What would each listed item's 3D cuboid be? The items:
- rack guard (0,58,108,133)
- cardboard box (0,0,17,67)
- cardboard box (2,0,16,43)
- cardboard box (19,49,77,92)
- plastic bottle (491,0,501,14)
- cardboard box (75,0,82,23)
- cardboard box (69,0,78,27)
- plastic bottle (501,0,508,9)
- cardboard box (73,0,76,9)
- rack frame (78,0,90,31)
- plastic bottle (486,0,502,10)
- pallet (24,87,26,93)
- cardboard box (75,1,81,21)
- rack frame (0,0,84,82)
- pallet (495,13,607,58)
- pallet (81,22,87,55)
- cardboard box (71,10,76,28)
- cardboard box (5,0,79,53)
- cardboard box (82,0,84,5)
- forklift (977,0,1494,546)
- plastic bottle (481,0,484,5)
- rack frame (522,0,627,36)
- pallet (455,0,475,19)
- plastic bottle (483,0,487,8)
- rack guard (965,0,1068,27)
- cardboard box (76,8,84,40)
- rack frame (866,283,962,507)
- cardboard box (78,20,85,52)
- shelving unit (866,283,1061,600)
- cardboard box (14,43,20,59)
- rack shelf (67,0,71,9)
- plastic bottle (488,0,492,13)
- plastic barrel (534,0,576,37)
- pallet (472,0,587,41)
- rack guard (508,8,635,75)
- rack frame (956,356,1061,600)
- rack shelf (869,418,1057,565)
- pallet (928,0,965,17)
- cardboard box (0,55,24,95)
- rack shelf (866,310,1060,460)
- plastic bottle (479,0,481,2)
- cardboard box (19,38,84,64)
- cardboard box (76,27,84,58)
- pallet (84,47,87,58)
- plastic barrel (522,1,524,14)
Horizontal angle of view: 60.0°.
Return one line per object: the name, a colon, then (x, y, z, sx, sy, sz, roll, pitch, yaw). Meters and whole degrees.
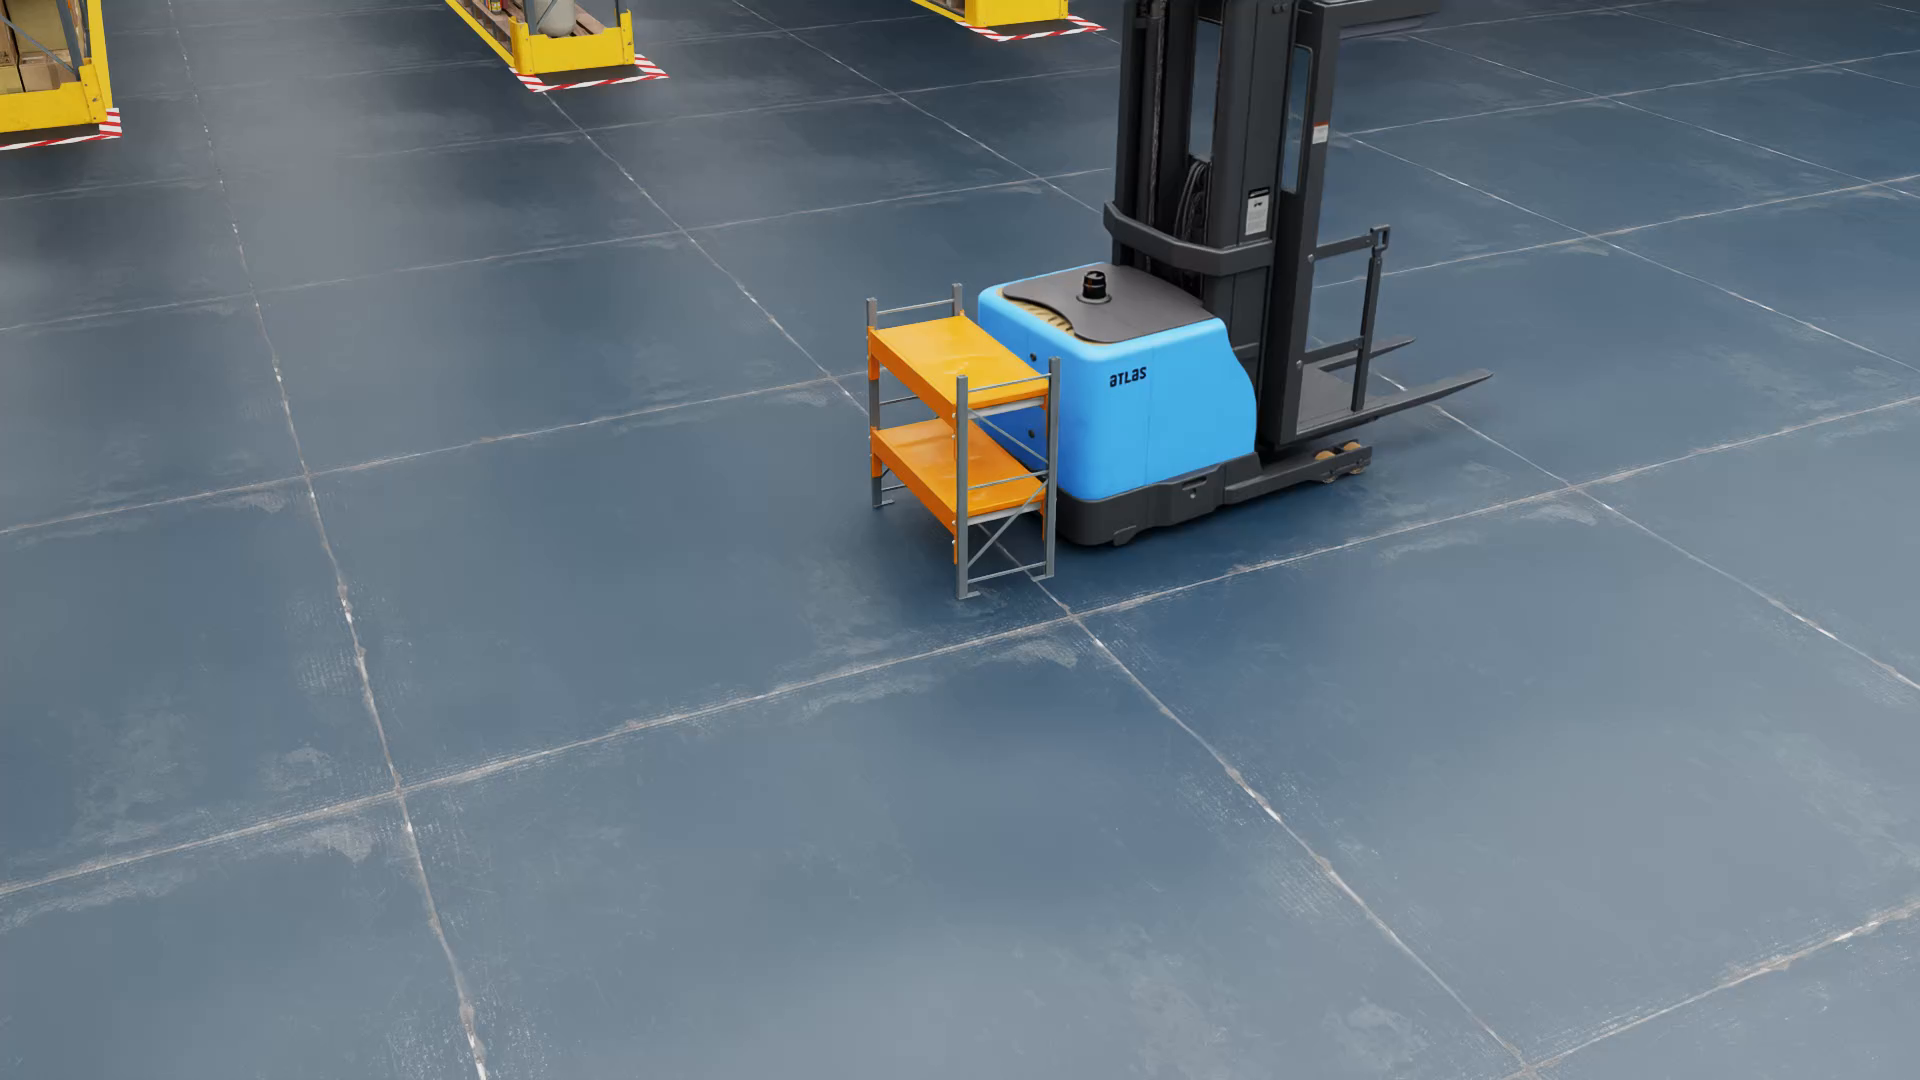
rack guard: (-8.271, -3.934, 14.755, 1.175, 0.500, 0.348, -13, 32, -22)
cardboard box: (-8.781, -4.521, 14.860, 0.500, 0.500, 0.500, -13, 32, -22)
cardboard box: (-9.223, -4.959, 15.642, 0.500, 0.500, 0.500, -13, 32, -22)
cardboard box: (-8.311, -4.303, 15.238, 0.500, 0.250, 0.500, -13, 32, -22)
plastic bottle: (-4.991, -5.764, 17.874, 0.097, 0.201, 0.097, 0, 29, 0)
cardboard box: (-9.602, -5.627, 17.600, 0.500, 0.250, 0.500, -13, 32, -22)
cardboard box: (-8.952, -5.293, 16.238, 0.500, 0.500, 0.500, -13, 32, -22)
plastic bottle: (-4.978, -5.940, 18.103, 0.061, 0.283, 0.133, -13, 32, -22)
cardboard box: (-9.180, -5.511, 16.626, 0.500, 0.500, 0.500, -13, 32, -22)
rack frame: (-9.999, -6.802, 17.314, 1.000, 3.000, 0.127, -13, 32, -22)
plastic bottle: (-5.074, -5.914, 18.065, 0.152, 0.276, 0.135, -13, 32, -22)
pallet: (-8.648, -4.148, 15.432, 1.003, 0.211, 1.213, -13, 32, -22)
cardboard box: (-9.397, -5.404, 17.203, 0.500, 0.250, 0.500, -13, 32, -22)
rack frame: (-8.282, -5.035, 14.163, 1.000, 3.000, 0.127, -13, 32, -22)
pallet: (-4.225, -5.241, 17.381, 1.003, 0.211, 1.213, -13, 32, -22)
pallet: (-9.695, -5.226, 17.354, 1.003, 0.211, 1.213, -13, 32, -22)
cardboard box: (-8.754, -5.068, 15.837, 0.500, 0.500, 0.500, -13, 32, -22)
cardboard box: (-8.527, -4.850, 15.448, 0.500, 0.500, 0.500, -13, 32, -22)
cardboard box: (-9.948, -6.016, 18.294, 0.500, 0.250, 0.500, -14, 32, -23)
forklift: (1.595, -1.781, 8.429, 3.031, 2.935, 1.130, -17, 34, -28)
plastic bottle: (-5.208, -6.080, 18.285, 0.144, 0.351, 0.185, -12, 31, -20)
rack frame: (-3.806, -6.074, 16.015, 1.000, 3.000, 0.127, -13, 32, -22)
pallet: (-5.273, -6.319, 19.303, 1.003, 0.211, 1.213, -13, 32, -22)
plastic bottle: (-5.134, -5.975, 18.174, 0.152, 0.276, 0.135, -14, 32, -23)
rack guard: (0.634, -6.057, 18.540, 1.175, 0.500, 0.348, -13, 32, -22)
cardboard box: (-9.169, -5.186, 16.814, 0.500, 0.250, 0.500, -13, 32, -22)
rack frame: (-0.221, -0.718, 8.381, 0.500, 1.125, 0.032, -13, 32, -22)
cardboard box: (-8.953, -4.966, 16.421, 0.500, 0.250, 0.500, -13, 32, -22)
shelving unit: (-0.003, -0.494, 7.980, 0.538, 1.125, 1.048, -13, 32, -22)
cardboard box: (-9.004, -4.412, 15.434, 0.500, 0.250, 0.500, -13, 32, -22)
rack shelf: (-9.140, -5.605, 15.914, 1.077, 0.370, 4.000, -13, 32, -22)
plastic bottle: (-5.057, -5.848, 17.939, 0.061, 0.283, 0.133, -12, 32, -21)
plastic barrel: (-4.158, -5.446, 17.010, 0.421, 0.512, 0.421, 0, 29, 0)
pallet: (-4.745, -5.779, 18.341, 1.003, 0.211, 1.213, -13, 32, -22)
rack guard: (-3.881, -5.007, 16.668, 1.175, 0.500, 0.348, -13, 32, -22)
rack frame: (0.215, -0.269, 7.580, 0.500, 1.125, 0.032, -13, 32, -22)
rack shelf: (-0.003, -0.280, 8.100, 0.538, 0.278, 1.000, -13, 32, -22)
pallet: (0.318, -6.297, 19.264, 1.003, 0.211, 1.213, -13, 32, -22)
cardboard box: (-8.779, -4.194, 15.044, 0.500, 0.250, 0.500, -13, 32, -22)
rack shelf: (-0.003, -0.749, 7.837, 0.538, 0.278, 1.000, -13, 32, -22)
plastic bottle: (-5.288, -6.162, 18.431, 0.144, 0.351, 0.185, -13, 32, -22)
cardboard box: (-8.529, -4.523, 15.631, 0.500, 0.250, 0.500, -13, 32, -22)
cardboard box: (-8.743, -4.744, 16.025, 0.500, 0.250, 0.500, -13, 32, -22)
pallet: (-9.168, -4.686, 16.391, 1.003, 0.211, 1.213, -13, 32, -22)
plastic barrel: (-4.373, -5.668, 17.405, 0.421, 0.512, 0.421, 0, 29, 0)
